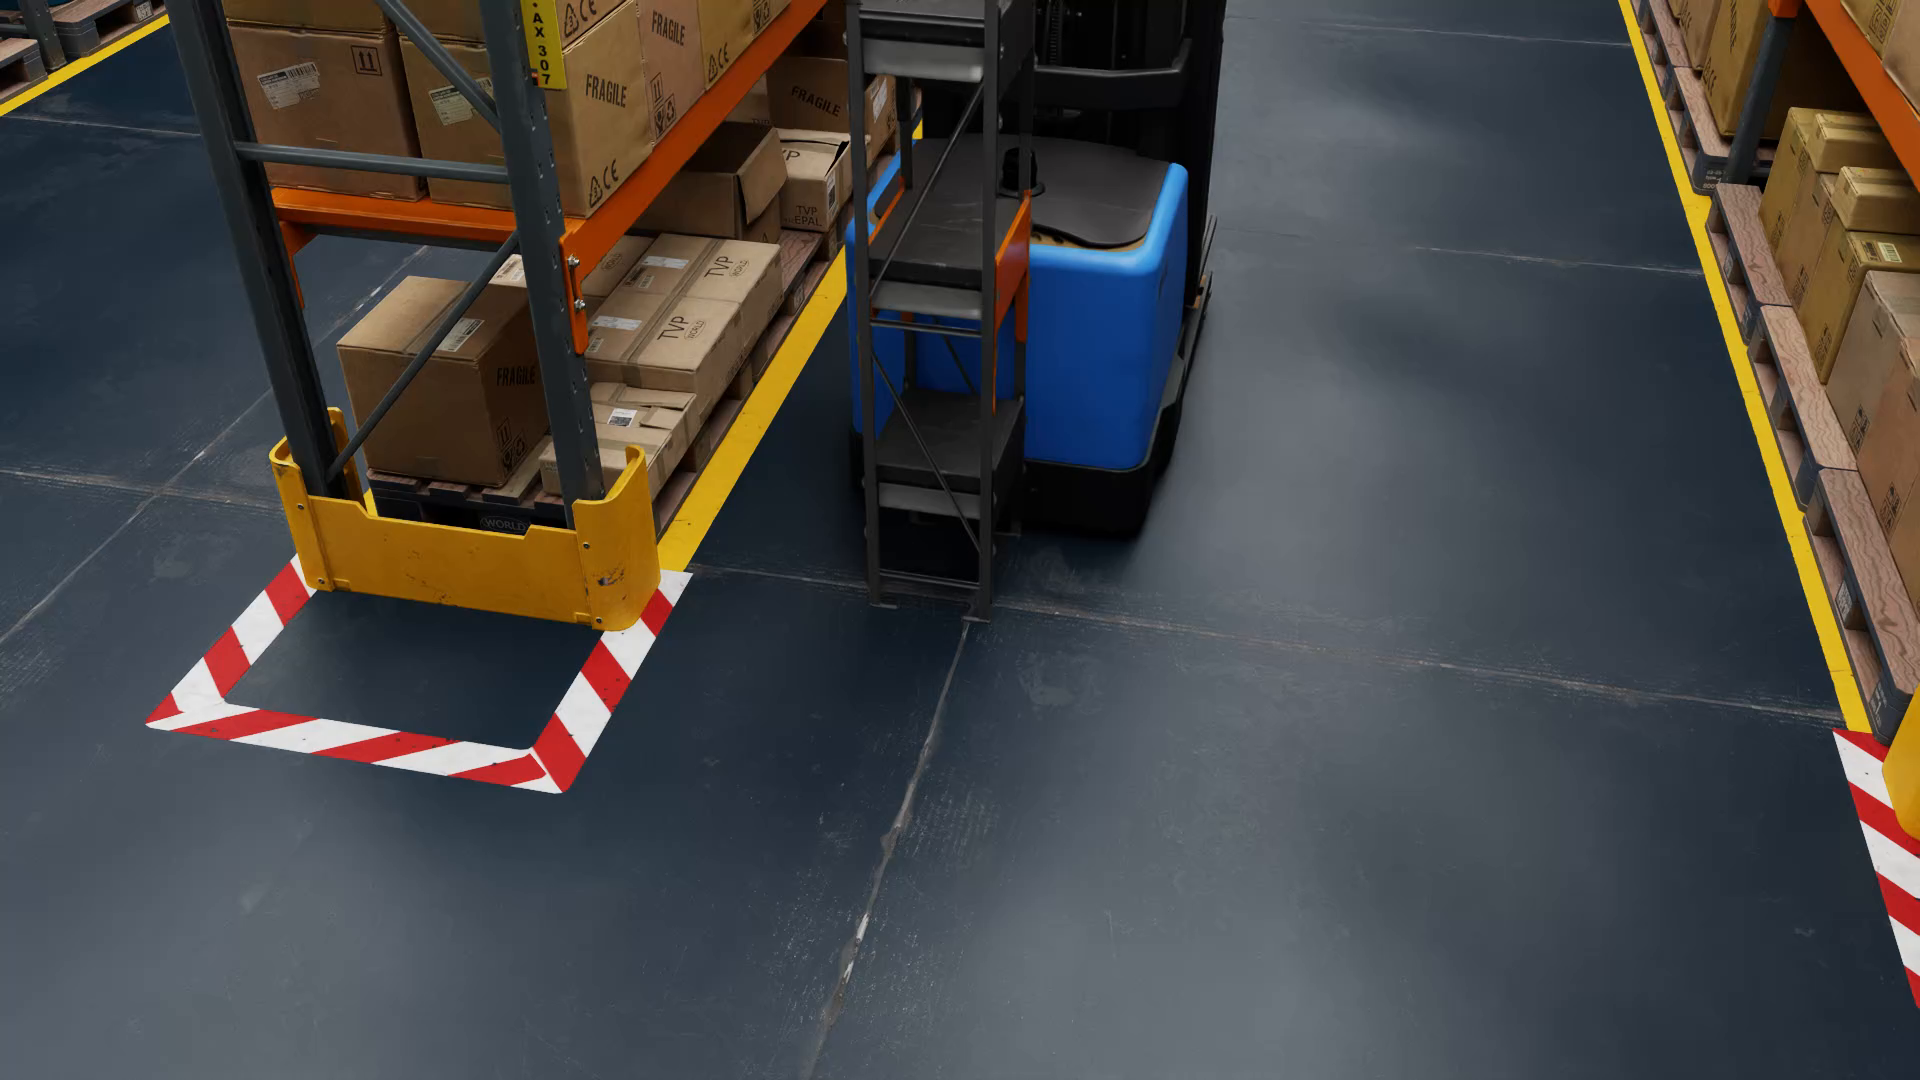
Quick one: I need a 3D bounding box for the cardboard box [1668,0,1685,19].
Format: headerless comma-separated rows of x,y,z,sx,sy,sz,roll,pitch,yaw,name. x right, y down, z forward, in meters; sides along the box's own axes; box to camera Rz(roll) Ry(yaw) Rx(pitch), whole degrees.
4.458,-3.401,9.361,0.750,0.750,0.750,7,37,10,cardboard box

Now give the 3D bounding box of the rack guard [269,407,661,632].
-1.596,-0.072,5.423,1.175,0.500,0.348,7,37,10,rack guard

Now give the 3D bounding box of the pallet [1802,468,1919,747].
3.322,0.239,5.240,1.003,0.211,1.213,7,37,10,pallet

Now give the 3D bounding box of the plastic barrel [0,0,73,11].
-5.463,-3.587,9.573,0.600,0.901,0.708,7,37,10,plastic barrel

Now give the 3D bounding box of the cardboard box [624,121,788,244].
-1.154,-1.423,6.910,0.797,0.503,0.637,7,37,10,cardboard box

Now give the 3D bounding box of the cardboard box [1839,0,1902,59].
3.789,-2.110,5.849,0.980,0.700,0.700,6,36,9,cardboard box

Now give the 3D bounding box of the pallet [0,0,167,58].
-5.391,-3.265,10.075,1.003,0.211,1.213,7,37,10,pallet

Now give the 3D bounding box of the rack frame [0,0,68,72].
-5.596,-3.957,8.653,1.000,3.000,0.127,7,37,10,rack frame

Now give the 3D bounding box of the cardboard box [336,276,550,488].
-1.737,-0.549,5.707,0.500,0.500,0.500,7,37,10,cardboard box

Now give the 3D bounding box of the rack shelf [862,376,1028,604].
-0.041,-0.168,5.409,0.431,0.518,0.480,8,37,11,rack shelf

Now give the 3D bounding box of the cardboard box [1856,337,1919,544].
3.387,-0.280,5.353,0.700,0.500,0.500,7,37,10,cardboard box

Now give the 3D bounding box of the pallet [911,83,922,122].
-0.621,-2.676,9.262,1.003,0.211,1.213,7,37,10,pallet

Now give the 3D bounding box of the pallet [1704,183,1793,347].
3.843,-1.160,7.170,1.003,0.211,1.213,7,37,10,pallet

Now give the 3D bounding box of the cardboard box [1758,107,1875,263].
3.822,-1.457,6.977,0.700,0.500,0.500,8,37,11,cardboard box

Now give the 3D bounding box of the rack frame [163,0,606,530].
-1.612,-1.041,4.630,1.000,3.000,0.127,7,37,10,rack frame

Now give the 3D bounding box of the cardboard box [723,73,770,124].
-1.059,-2.210,8.159,0.500,0.311,0.500,7,37,10,cardboard box

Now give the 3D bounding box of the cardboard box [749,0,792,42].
-0.936,-2.173,6.107,0.500,0.500,0.500,8,37,11,cardboard box

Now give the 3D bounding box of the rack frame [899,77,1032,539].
0.015,-0.885,5.182,0.400,2.100,0.015,8,37,11,rack frame

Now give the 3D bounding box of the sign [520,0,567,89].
-1.082,-1.323,4.282,0.100,0.325,0.005,7,37,10,sign

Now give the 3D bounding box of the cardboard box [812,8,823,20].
-0.932,-2.819,8.838,0.500,0.500,0.500,7,37,10,cardboard box

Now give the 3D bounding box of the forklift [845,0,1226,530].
0.453,-2.083,6.127,1.130,2.935,3.031,8,37,11,forklift

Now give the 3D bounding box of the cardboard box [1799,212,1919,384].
3.600,-0.876,6.174,0.700,0.500,0.500,8,37,11,cardboard box

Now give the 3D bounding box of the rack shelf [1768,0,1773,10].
4.510,-3.570,8.733,1.077,0.370,4.000,7,37,10,rack shelf

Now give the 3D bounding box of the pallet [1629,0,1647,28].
4.695,-3.437,10.312,1.003,0.211,1.213,7,37,10,pallet

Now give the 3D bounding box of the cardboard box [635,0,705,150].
-1.155,-1.599,5.315,0.500,0.500,0.500,7,37,10,cardboard box

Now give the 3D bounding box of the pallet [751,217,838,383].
-1.164,-1.110,7.101,1.003,0.211,1.213,7,37,10,pallet

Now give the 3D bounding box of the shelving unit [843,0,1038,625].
-0.041,-0.746,4.990,0.431,2.100,0.503,8,37,11,shelving unit

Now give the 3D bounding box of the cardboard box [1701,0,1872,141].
4.094,-2.404,7.984,0.750,0.750,0.750,8,37,11,cardboard box

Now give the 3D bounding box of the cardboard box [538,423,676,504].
-1.187,-0.261,5.609,0.380,0.149,0.250,7,37,10,cardboard box

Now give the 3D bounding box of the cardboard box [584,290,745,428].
-1.112,-0.668,6.084,0.500,0.250,0.500,7,37,10,cardboard box

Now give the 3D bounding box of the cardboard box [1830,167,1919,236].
3.460,-1.247,6.134,0.380,0.149,0.250,6,36,9,cardboard box

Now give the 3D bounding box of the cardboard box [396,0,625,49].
-1.260,-1.707,4.612,0.500,0.500,0.500,8,37,11,cardboard box

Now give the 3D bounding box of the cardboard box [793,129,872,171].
-0.624,-1.773,7.695,0.380,0.149,0.250,7,37,10,cardboard box
